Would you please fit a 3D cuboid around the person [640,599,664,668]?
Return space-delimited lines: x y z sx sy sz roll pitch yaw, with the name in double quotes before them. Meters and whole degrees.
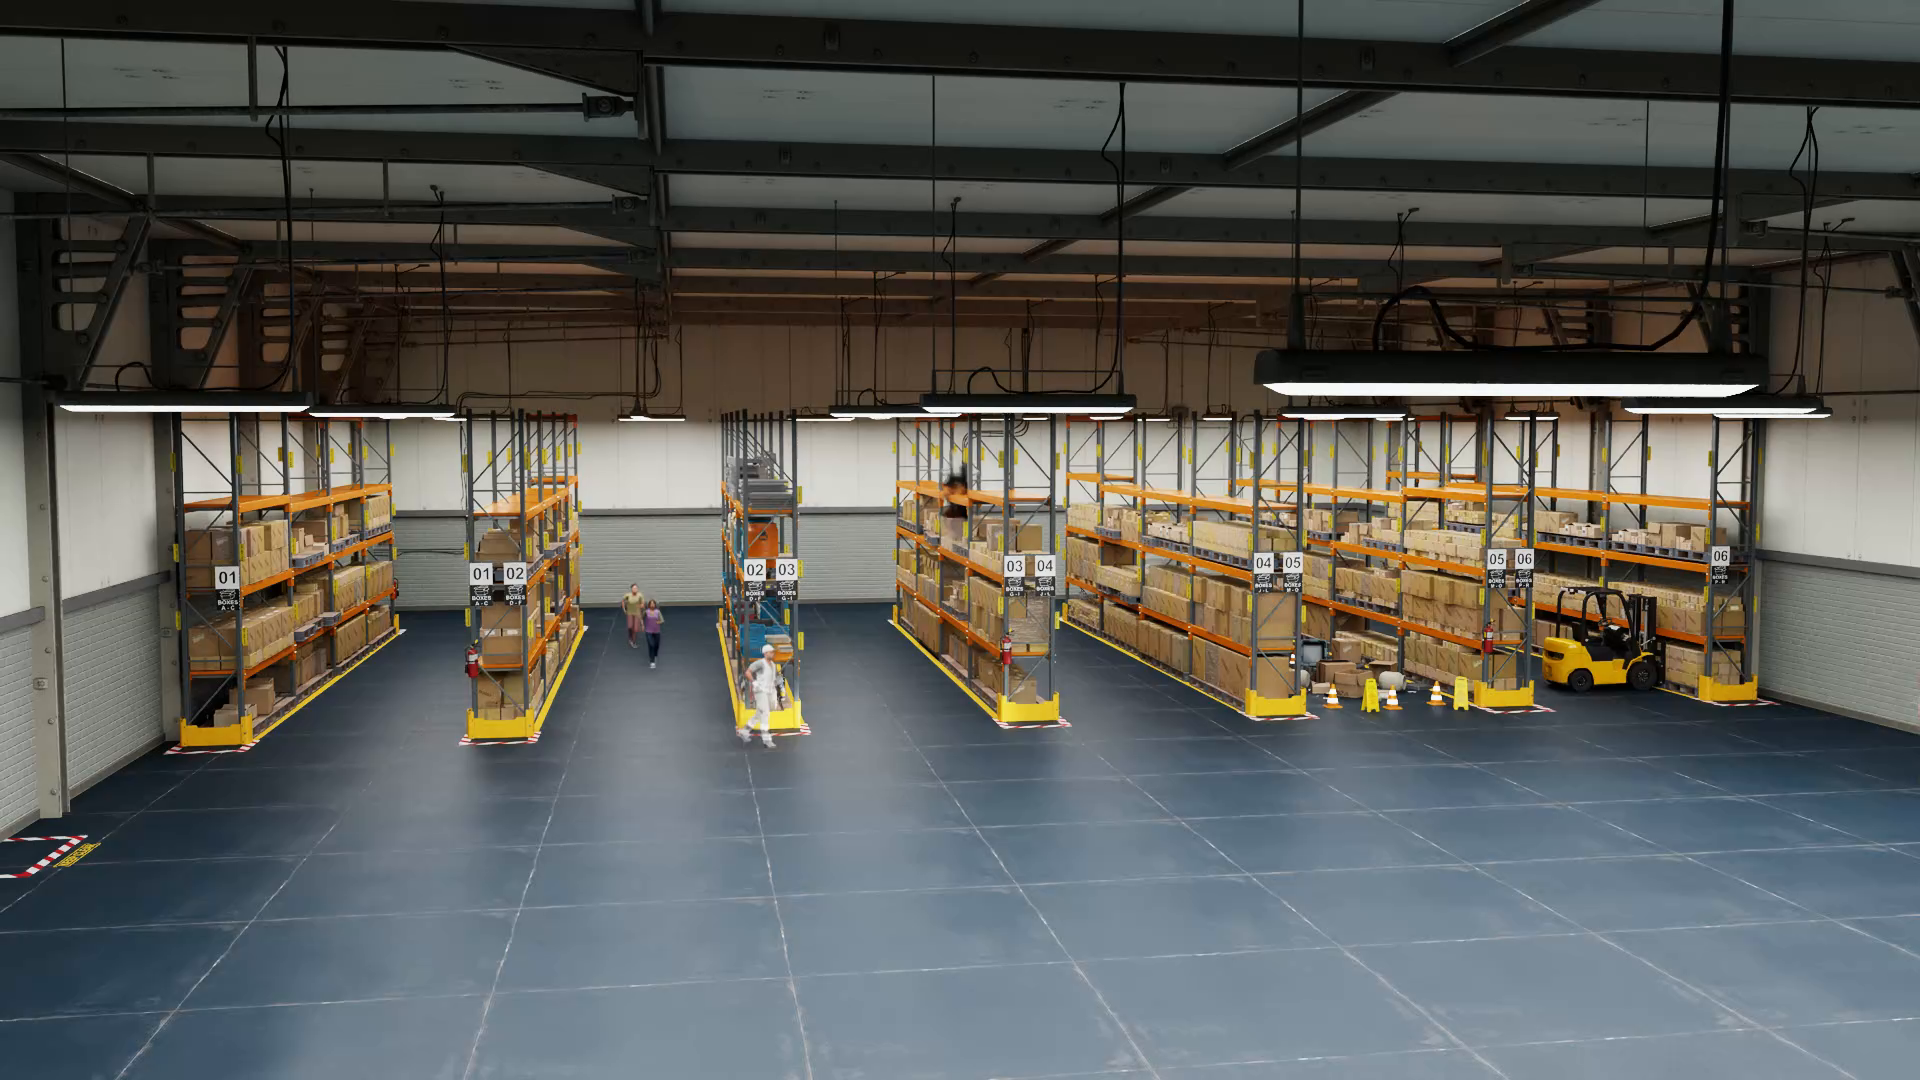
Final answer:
"person" -7.233 2.183 39.116 0.540 1.580 0.889 -1 4 -18

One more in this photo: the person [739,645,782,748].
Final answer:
"person" -3.529 2.763 29.786 0.825 1.776 0.729 1 4 21

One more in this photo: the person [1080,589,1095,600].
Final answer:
"person" 3.809 1.351 49.924 1.050 1.728 0.697 0 4 -6

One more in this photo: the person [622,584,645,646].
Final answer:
"person" -8.351 1.928 42.547 0.570 1.618 0.652 -1 4 -14
